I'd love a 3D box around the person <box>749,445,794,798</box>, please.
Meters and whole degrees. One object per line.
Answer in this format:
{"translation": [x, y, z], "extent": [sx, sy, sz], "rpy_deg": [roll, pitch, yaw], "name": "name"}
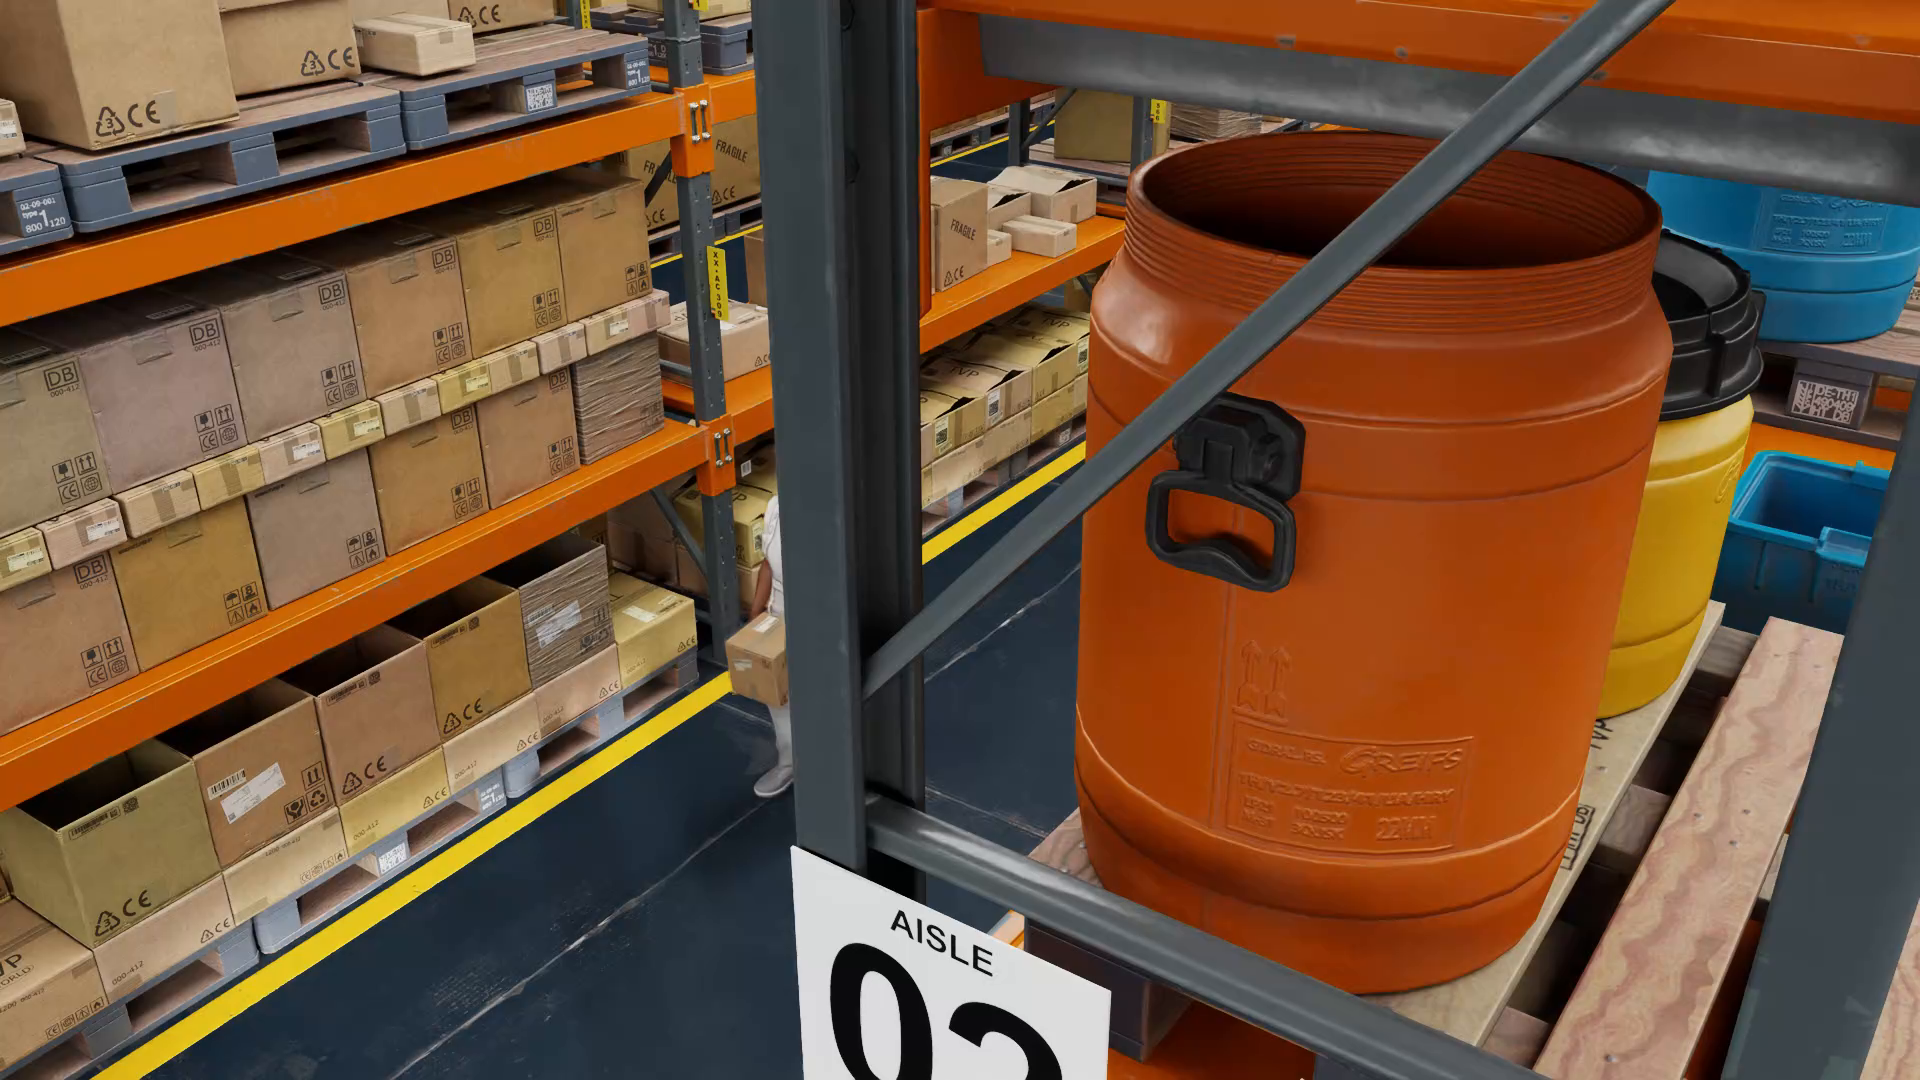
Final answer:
{"translation": [-0.642, 0.364, 6.883], "extent": [0.479, 1.680, 0.429], "rpy_deg": [17, 32, 30], "name": "person"}
